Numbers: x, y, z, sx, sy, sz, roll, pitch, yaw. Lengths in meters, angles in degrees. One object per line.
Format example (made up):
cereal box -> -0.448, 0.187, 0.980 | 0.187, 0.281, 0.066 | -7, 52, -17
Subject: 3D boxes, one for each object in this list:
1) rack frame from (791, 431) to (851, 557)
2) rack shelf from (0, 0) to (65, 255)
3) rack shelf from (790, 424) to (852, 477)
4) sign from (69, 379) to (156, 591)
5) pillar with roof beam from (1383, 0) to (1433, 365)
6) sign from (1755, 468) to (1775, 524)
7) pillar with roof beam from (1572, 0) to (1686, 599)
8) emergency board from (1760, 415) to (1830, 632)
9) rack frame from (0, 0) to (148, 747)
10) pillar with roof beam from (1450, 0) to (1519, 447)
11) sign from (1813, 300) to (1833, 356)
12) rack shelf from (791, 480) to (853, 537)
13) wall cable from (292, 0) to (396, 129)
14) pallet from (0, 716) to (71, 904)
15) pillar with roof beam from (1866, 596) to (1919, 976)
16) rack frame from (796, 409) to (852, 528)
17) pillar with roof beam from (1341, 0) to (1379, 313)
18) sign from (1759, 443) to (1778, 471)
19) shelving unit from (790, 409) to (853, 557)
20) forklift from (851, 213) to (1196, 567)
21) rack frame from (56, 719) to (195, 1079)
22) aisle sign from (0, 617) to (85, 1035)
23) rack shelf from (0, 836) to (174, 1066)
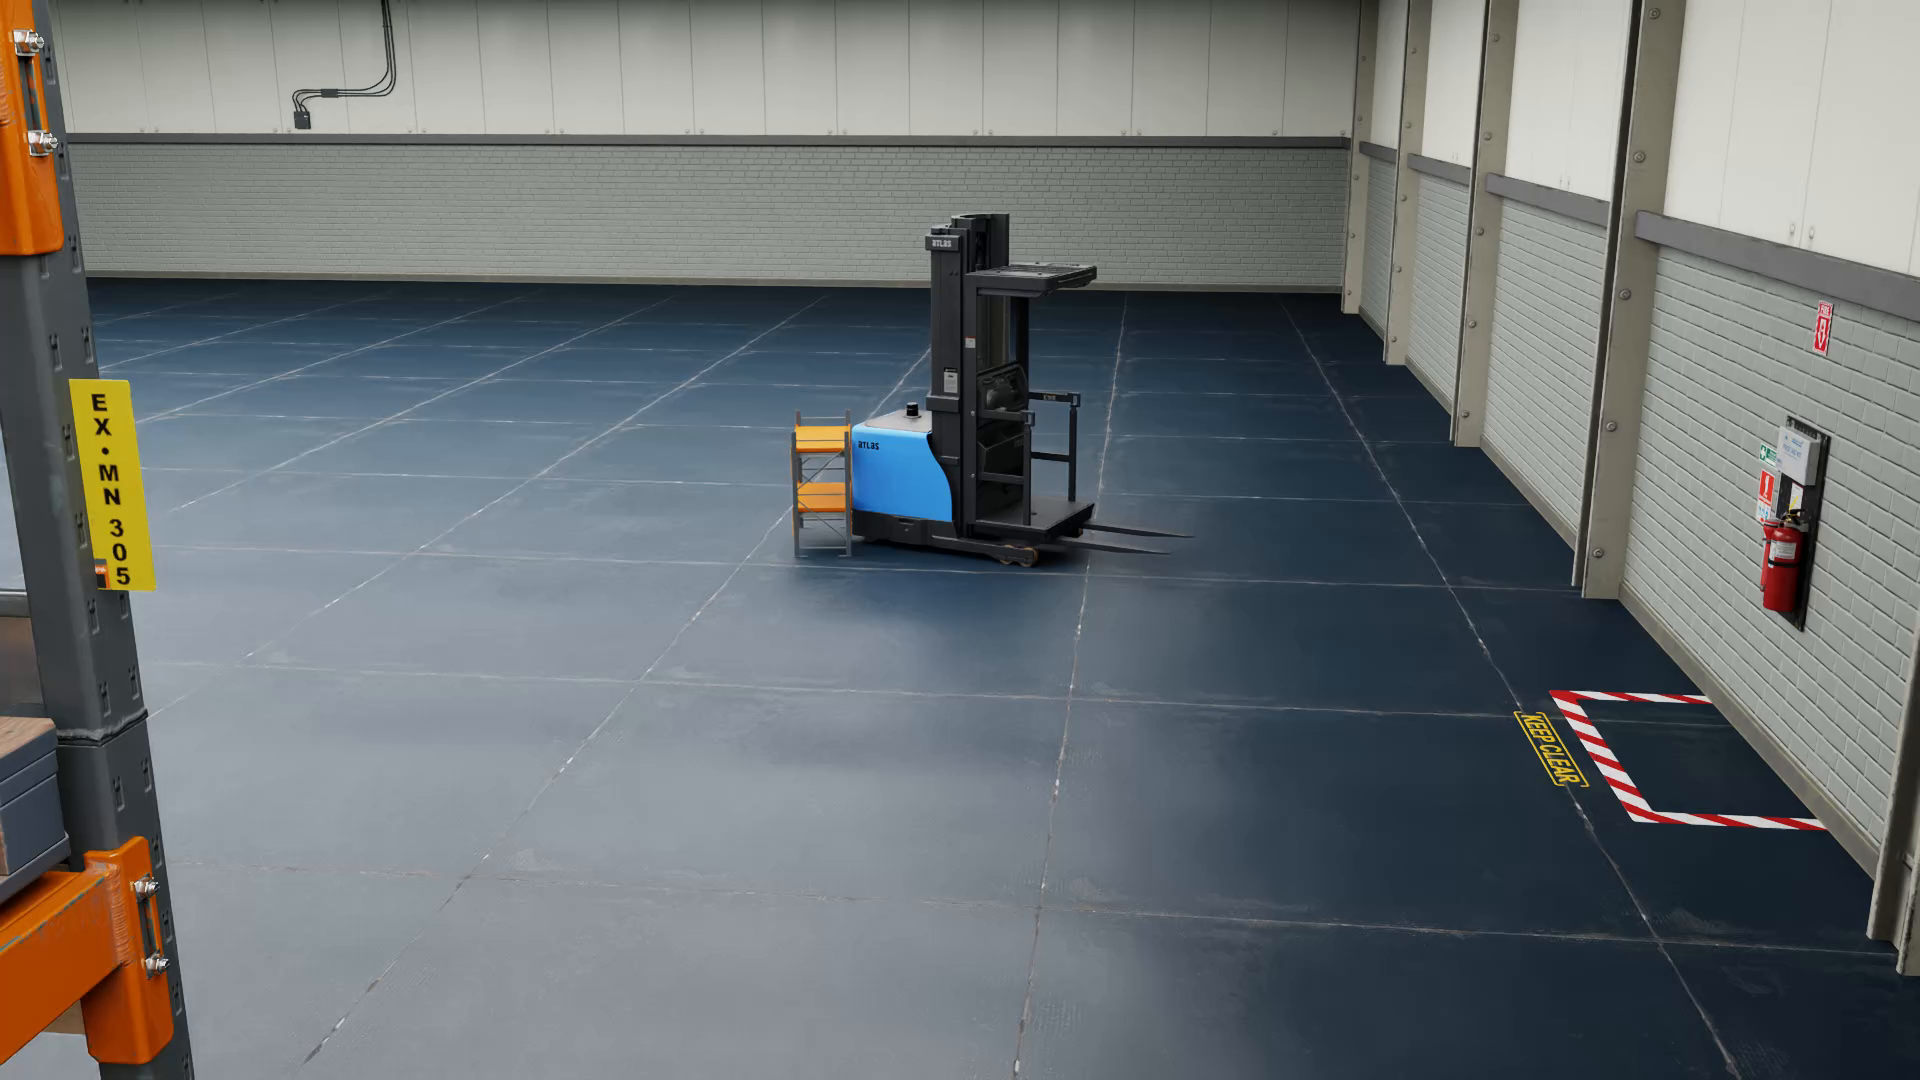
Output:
rack frame -> -1.213, -0.397, 14.563 | 0.500, 1.125, 0.032 | -1, 15, -3
rack shelf -> -2.045, -0.100, 0.525 | 1.077, 0.370, 4.000 | 2, 15, 6
rack shelf -> -1.241, -0.812, 14.977 | 0.538, 0.278, 1.000 | -1, 15, -3
sign -> -1.282, -0.081, 2.511 | 0.100, 0.325, 0.005 | 2, 15, 6
pillar with roof beam -> 2.314, -7.159, 24.484 | 9.100, 9.000, 0.400 | 2, 15, 6
sign -> 5.042, -0.265, 10.414 | 0.001, 0.329, 0.234 | 2, 15, 6
pillar with roof beam -> 0.960, -4.046, 12.974 | 9.100, 9.000, 0.400 | 2, 15, 6
emergency board -> 4.877, -0.107, 9.900 | 0.194, 1.169, 0.643 | 2, 15, 6
rack frame -> -1.819, -1.159, 2.297 | 1.000, 3.000, 0.127 | 2, 15, 6
pillar with roof beam -> 1.637, -5.602, 18.729 | 9.100, 9.000, 0.400 | 2, 15, 6
sign -> 4.977, -1.225, 9.594 | 0.001, 0.298, 0.199 | 2, 15, 6
rack shelf -> -1.241, -0.294, 15.117 | 0.538, 0.278, 1.000 | -1, 15, -3
wall cable -> -12.953, -11.599, 34.390 | 2.305, 6.003, 0.169 | 2, 15, 6
pallet -> -1.925, 0.514, 2.025 | 1.003, 0.211, 1.213 | 2, 15, 6
pillar with roof beam -> 0.283, -2.490, 7.219 | 9.100, 9.000, 0.400 | 2, 15, 6
rack frame -> -1.270, -0.662, 15.543 | 0.500, 1.125, 0.032 | -1, 15, -3
pillar with roof beam -> 2.991, -8.715, 30.239 | 9.100, 9.000, 0.400 | 2, 15, 6
sign -> 5.033, -0.520, 10.341 | 0.001, 0.109, 0.331 | 2, 15, 6
shelving unit -> -1.241, -0.530, 15.053 | 0.538, 1.125, 1.048 | -1, 15, -3
forklift -> 0.562, -1.341, 14.593 | 3.031, 2.935, 1.130 | 8, 17, 26
rack frame -> -1.819, 1.737, 3.080 | 1.000, 3.000, 0.127 | 2, 15, 6
aisle sign -> -1.520, 0.474, 2.772 | 0.394, 0.787, 0.004 | 2, 15, 6
rack shelf -> -2.045, 1.155, 0.864 | 1.077, 0.370, 4.000 | 2, 15, 6
